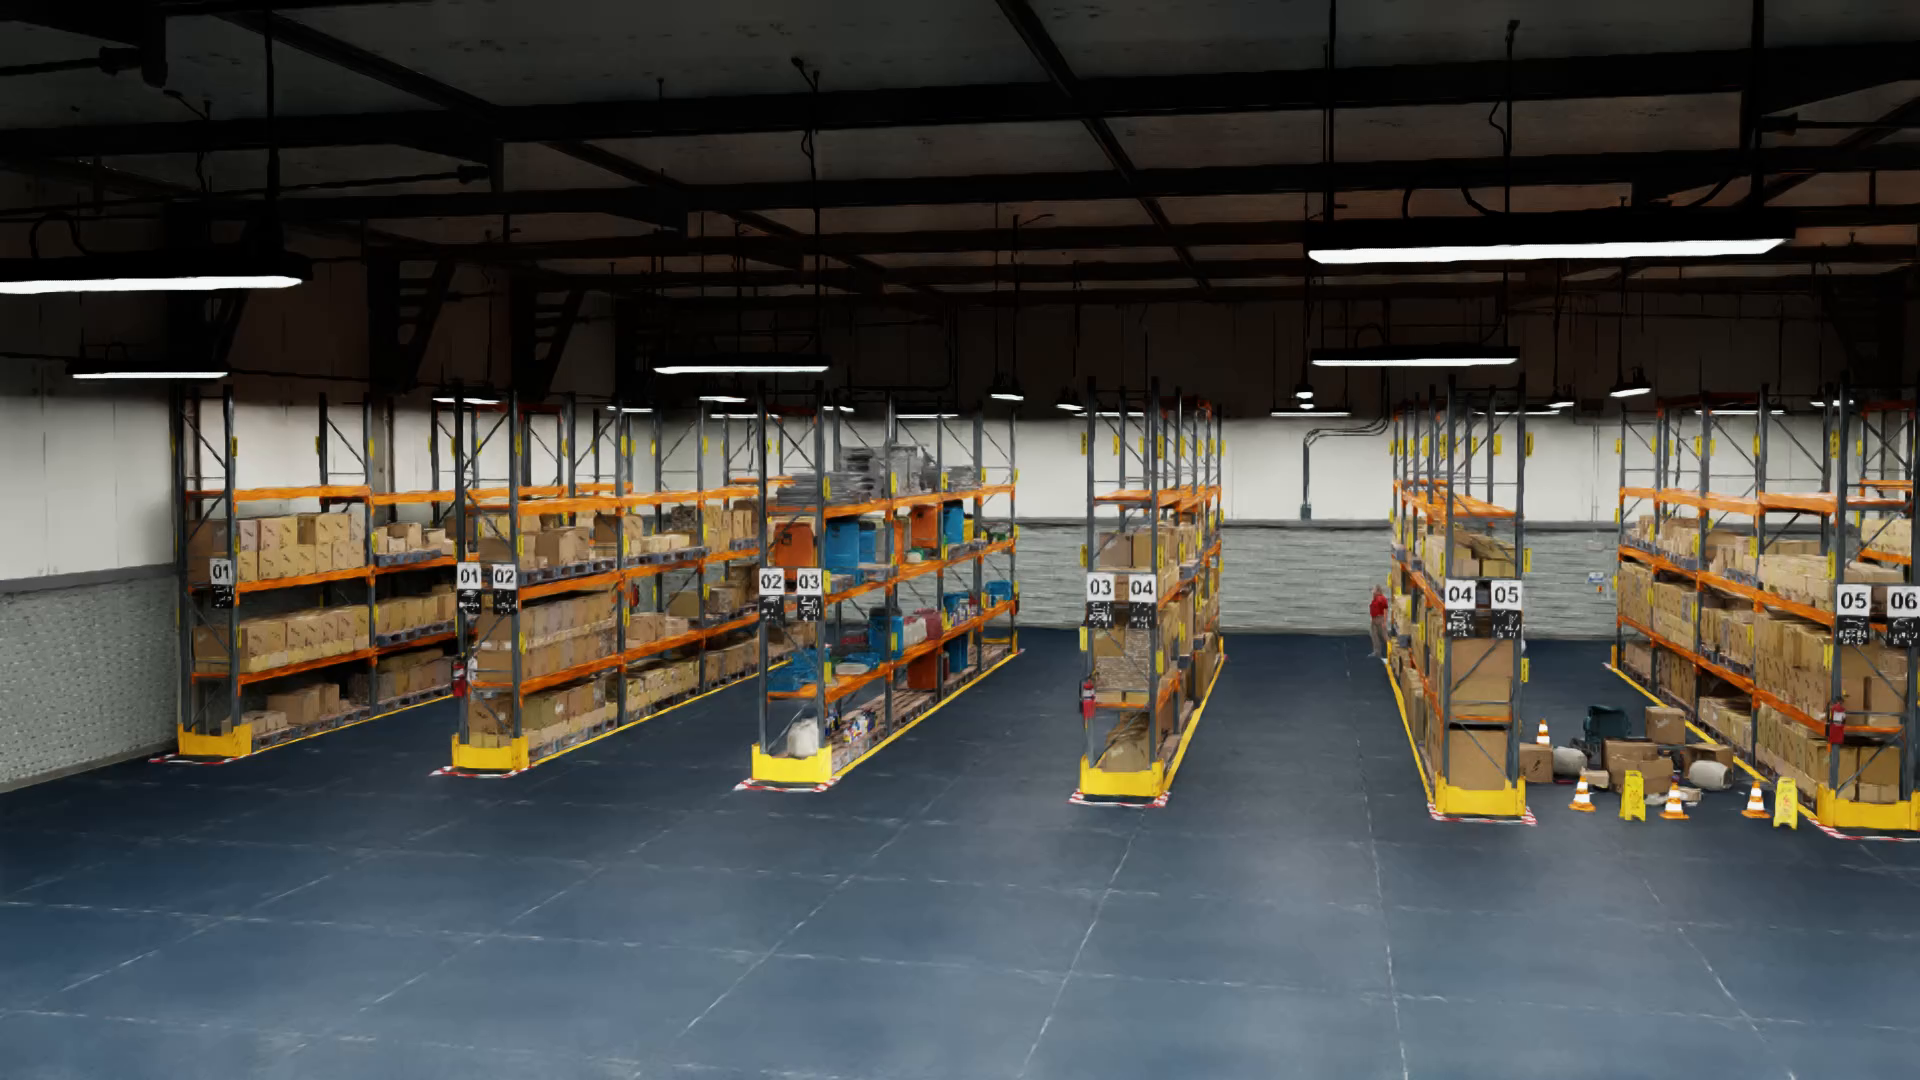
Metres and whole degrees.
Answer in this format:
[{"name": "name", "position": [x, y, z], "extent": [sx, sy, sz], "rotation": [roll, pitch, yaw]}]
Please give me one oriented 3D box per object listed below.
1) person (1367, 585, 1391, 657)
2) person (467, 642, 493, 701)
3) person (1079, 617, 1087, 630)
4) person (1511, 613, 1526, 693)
[{"name": "person", "position": [10.060, 1.933, 39.660], "extent": [0.568, 1.718, 0.656], "rotation": [-1, 3, -16]}, {"name": "person", "position": [-8.343, 2.573, 28.971], "extent": [0.639, 1.632, 0.512], "rotation": [1, 3, 12]}, {"name": "person", "position": [3.521, 1.712, 44.736], "extent": [0.586, 1.576, 0.471], "rotation": [-2, 4, -32]}, {"name": "person", "position": [11.268, 2.264, 33.810], "extent": [0.455, 1.677, 0.525], "rotation": [3, 4, 42]}]
